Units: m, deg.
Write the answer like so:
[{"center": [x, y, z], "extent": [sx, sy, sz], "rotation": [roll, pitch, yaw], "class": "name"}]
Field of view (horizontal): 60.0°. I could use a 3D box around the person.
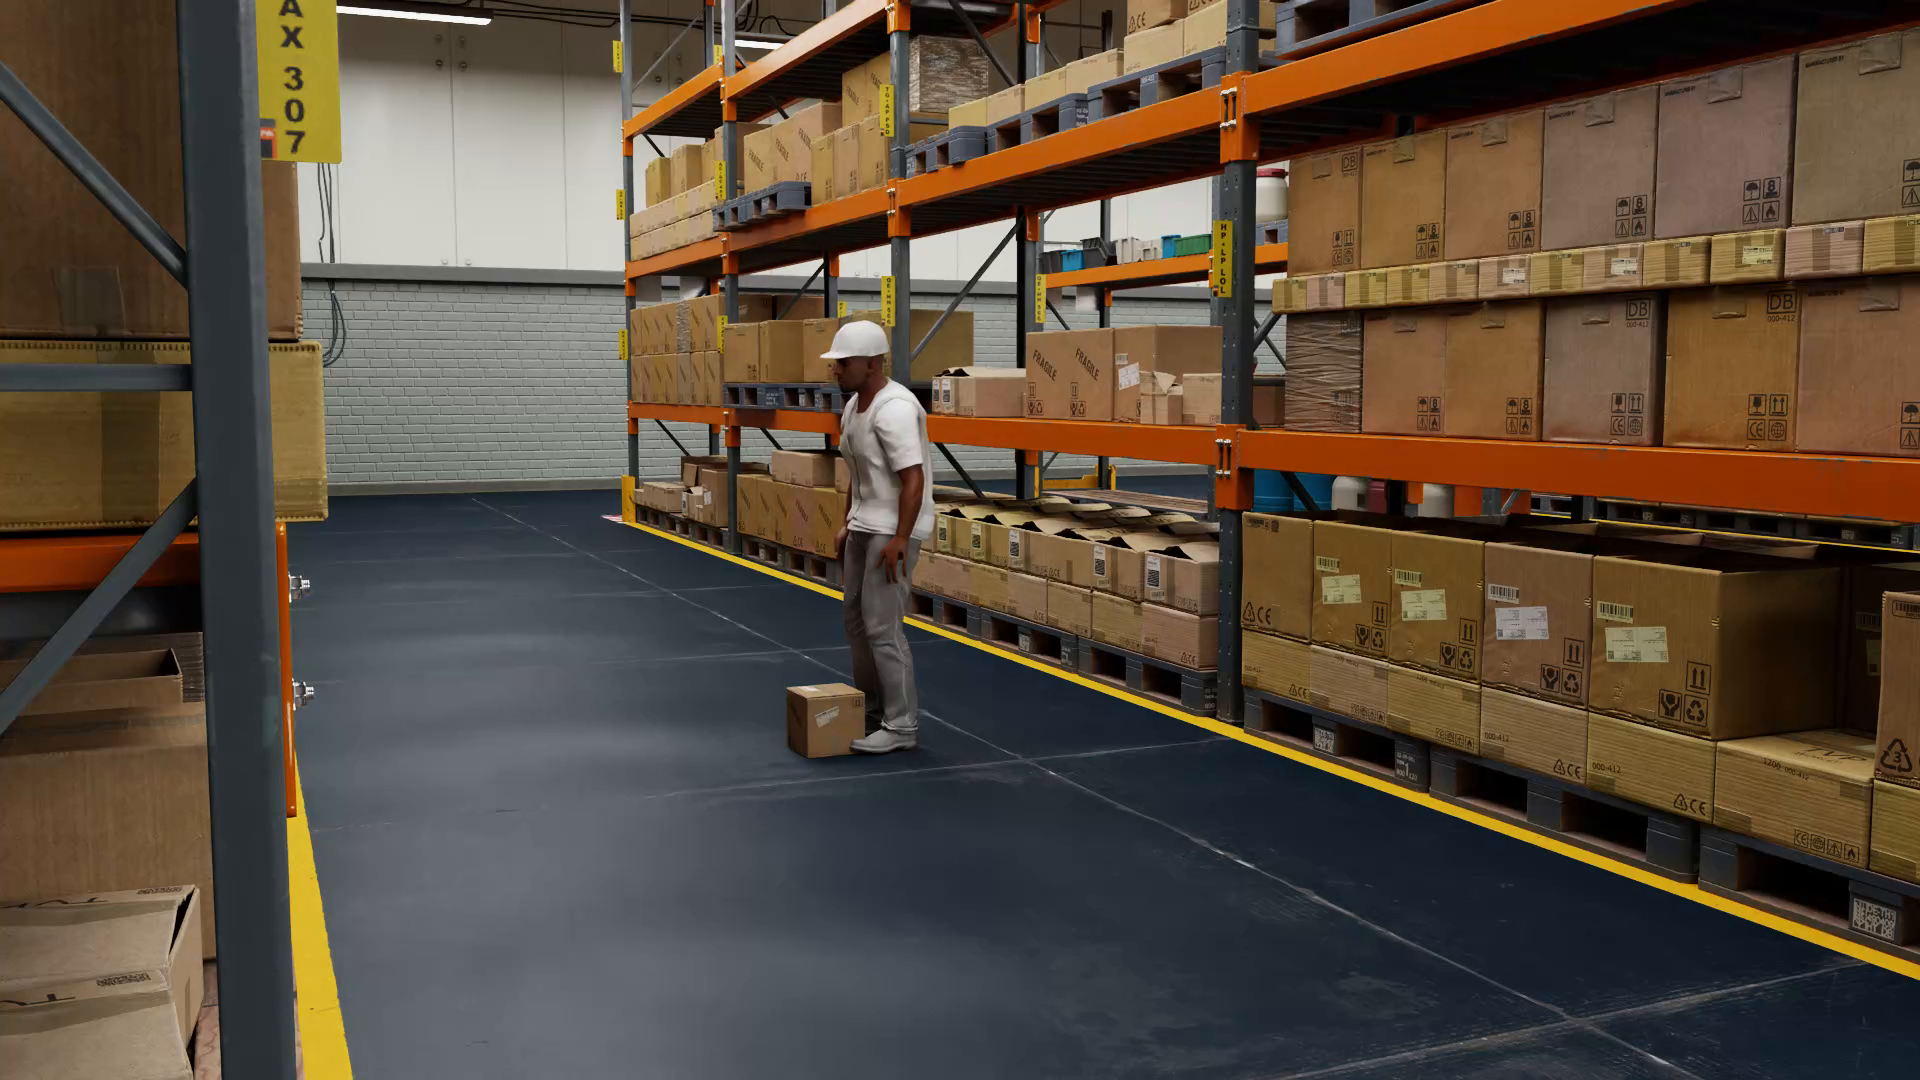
[{"center": [-0.355, -0.019, 6.871], "extent": [0.463, 1.760, 0.632], "rotation": [-2, 6, -24], "class": "person"}]
